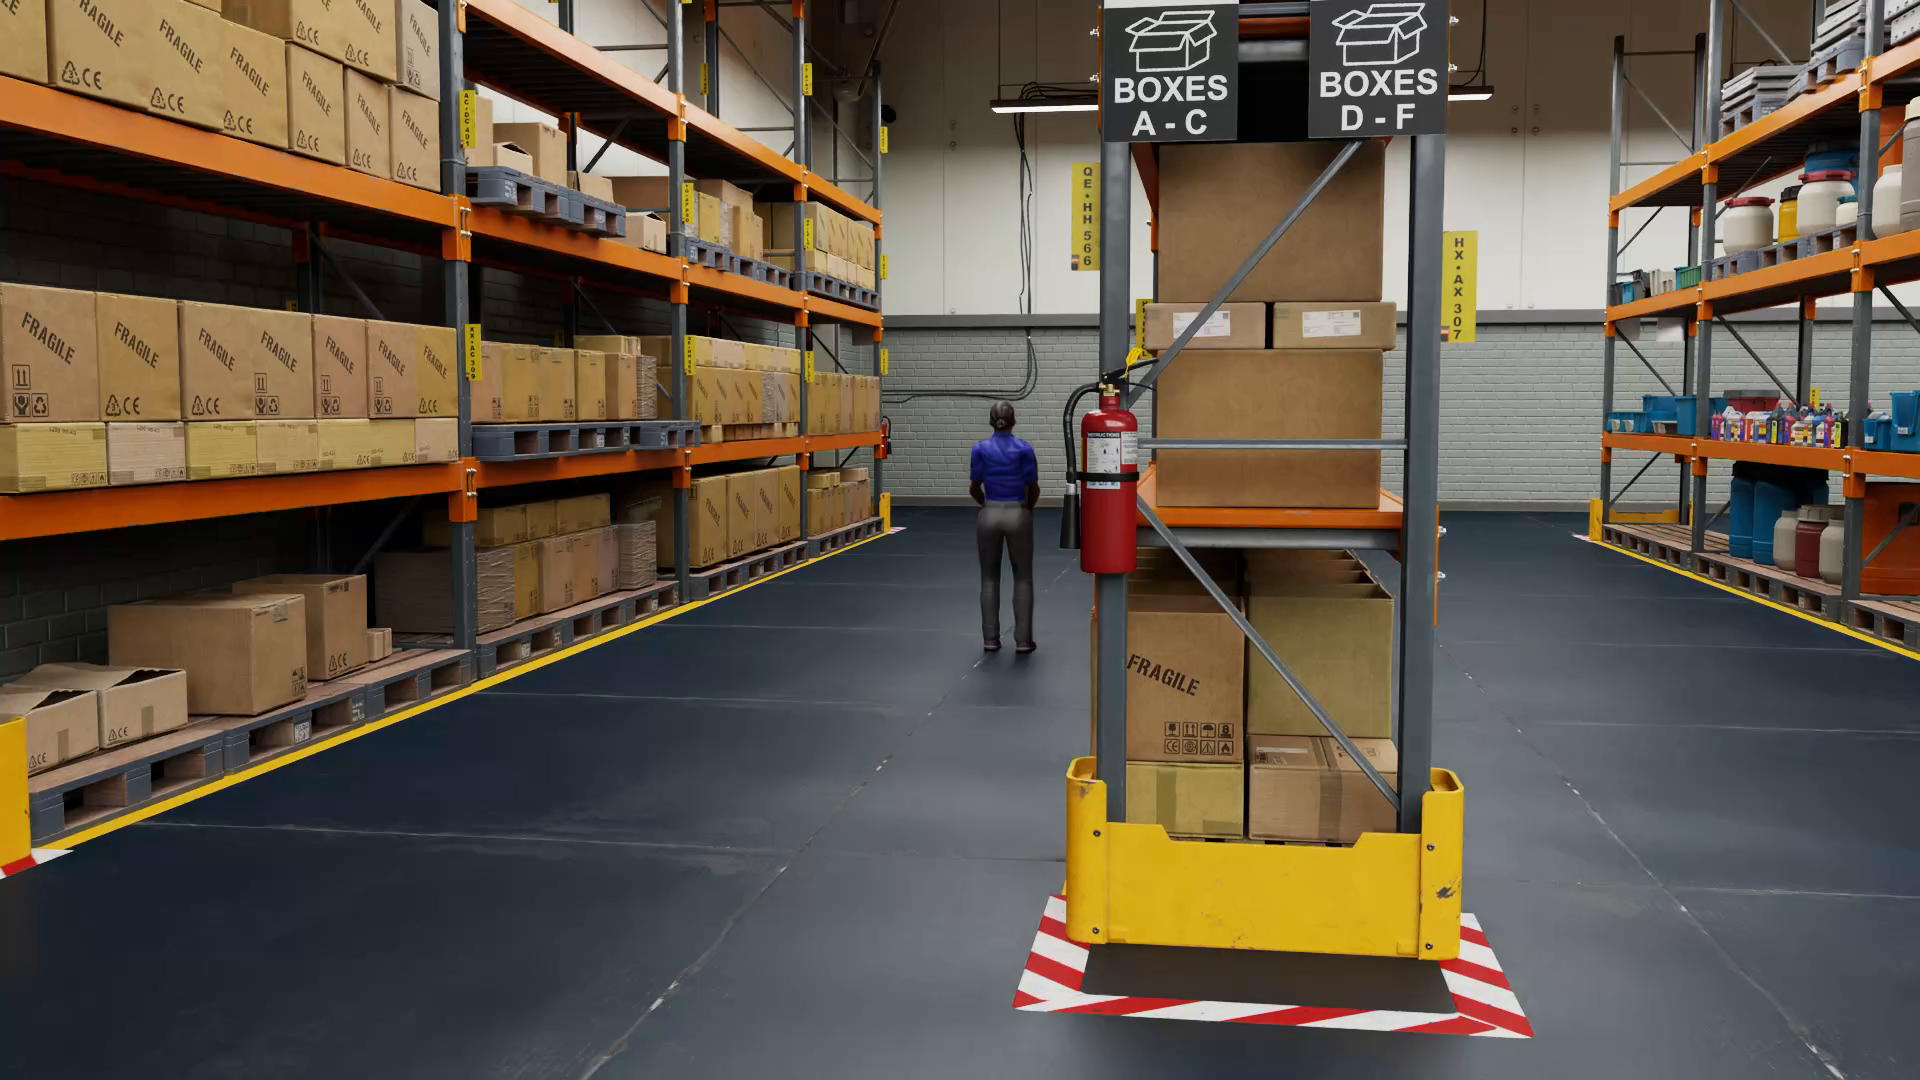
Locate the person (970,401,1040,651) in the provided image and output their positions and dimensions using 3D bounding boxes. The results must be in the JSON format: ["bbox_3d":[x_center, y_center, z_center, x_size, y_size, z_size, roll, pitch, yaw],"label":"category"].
[{"bbox_3d":[0.306,-0.096,11.100,0.470,1.659,0.475,1,5,9],"label":"person"}]
